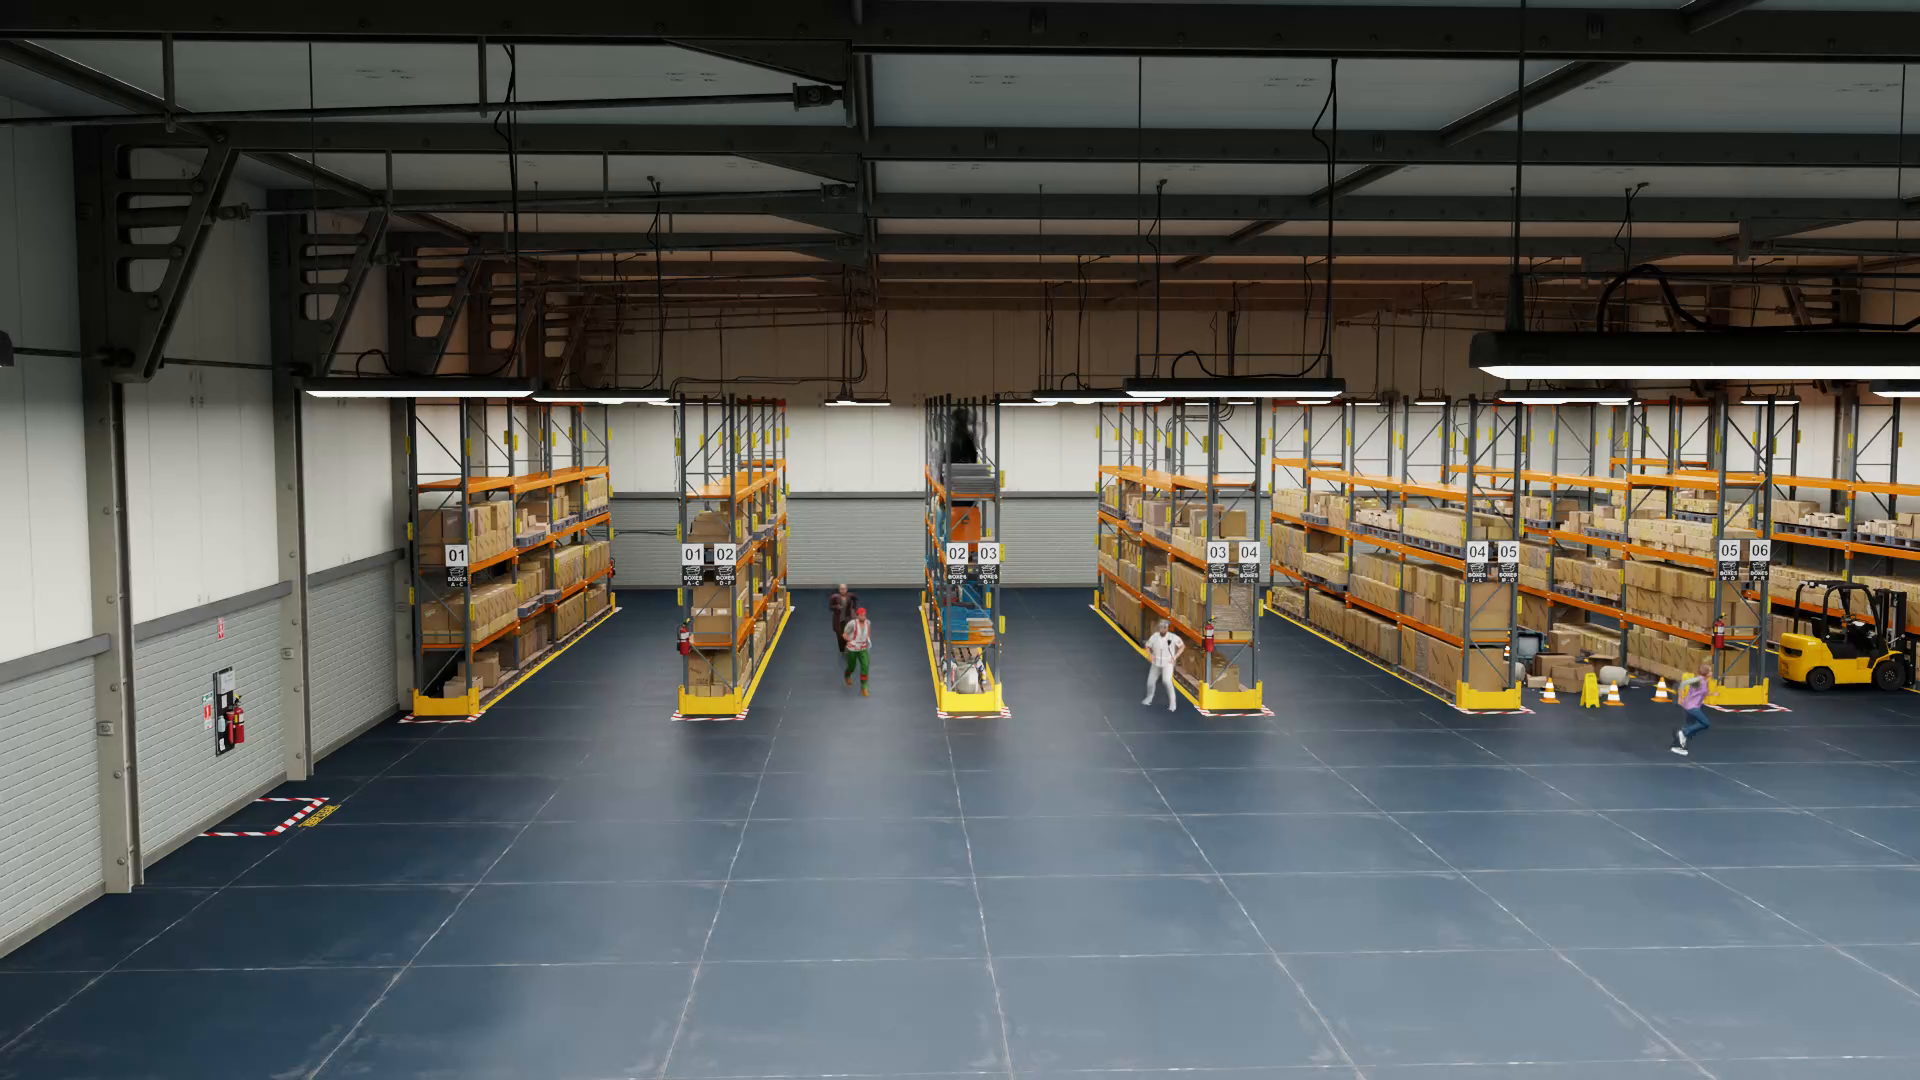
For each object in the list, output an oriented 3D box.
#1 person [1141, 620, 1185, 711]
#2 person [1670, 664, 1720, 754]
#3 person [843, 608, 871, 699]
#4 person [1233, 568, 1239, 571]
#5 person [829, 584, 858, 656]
[{"bbox_3d":[3.859,2.372,31.785,0.838,1.751,0.700,1,5,17],"label":"person"},{"bbox_3d":[12.134,2.792,27.435,0.735,1.525,0.524,3,6,35],"label":"person"},{"bbox_3d":[-2.071,2.215,33.319,0.658,1.773,1.135,-2,5,-25],"label":"person"},{"bbox_3d":[7.666,1.226,47.319,0.607,1.624,0.573,1,5,13],"label":"person"},{"bbox_3d":[-2.674,1.844,38.165,0.682,1.703,0.885,-1,5,-7],"label":"person"}]
